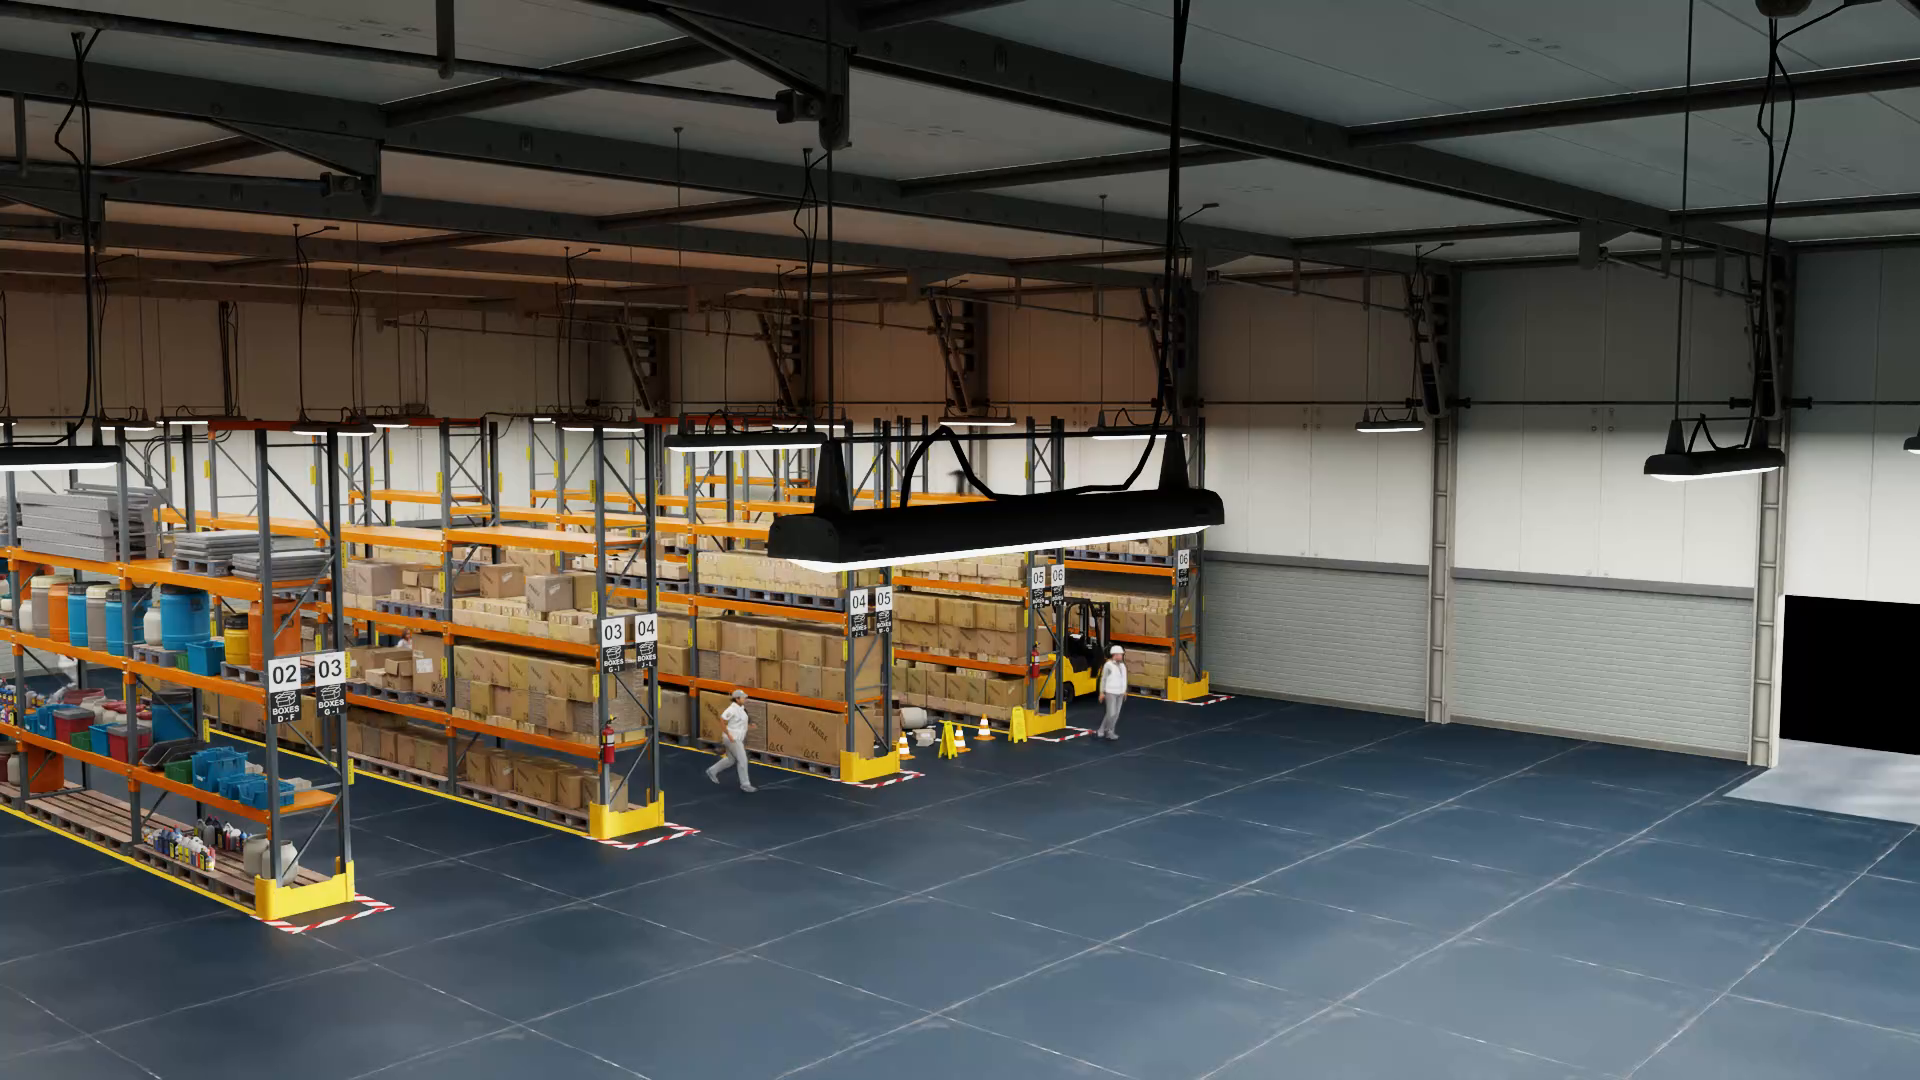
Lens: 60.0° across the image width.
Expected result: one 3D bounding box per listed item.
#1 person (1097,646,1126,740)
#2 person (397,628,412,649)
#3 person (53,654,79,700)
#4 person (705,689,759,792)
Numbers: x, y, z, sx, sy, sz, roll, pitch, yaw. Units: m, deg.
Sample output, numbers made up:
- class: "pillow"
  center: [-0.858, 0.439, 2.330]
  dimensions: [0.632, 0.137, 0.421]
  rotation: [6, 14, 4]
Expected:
- class: "person"
  center: [2.853, 2.853, 31.127]
  dimensions: [0.618, 1.763, 0.440]
  rotation: [-4, 6, -42]
- class: "person"
  center: [-11.544, 2.632, 34.624]
  dimensions: [0.854, 1.609, 0.510]
  rotation: [4, 6, 41]
- class: "person"
  center: [-18.614, 2.617, 34.554]
  dimensions: [0.713, 1.713, 0.596]
  rotation: [4, 6, 43]
- class: "person"
  center: [-3.738, 3.263, 27.121]
  dimensions: [0.913, 1.670, 0.582]
  rotation: [0, 5, 5]
